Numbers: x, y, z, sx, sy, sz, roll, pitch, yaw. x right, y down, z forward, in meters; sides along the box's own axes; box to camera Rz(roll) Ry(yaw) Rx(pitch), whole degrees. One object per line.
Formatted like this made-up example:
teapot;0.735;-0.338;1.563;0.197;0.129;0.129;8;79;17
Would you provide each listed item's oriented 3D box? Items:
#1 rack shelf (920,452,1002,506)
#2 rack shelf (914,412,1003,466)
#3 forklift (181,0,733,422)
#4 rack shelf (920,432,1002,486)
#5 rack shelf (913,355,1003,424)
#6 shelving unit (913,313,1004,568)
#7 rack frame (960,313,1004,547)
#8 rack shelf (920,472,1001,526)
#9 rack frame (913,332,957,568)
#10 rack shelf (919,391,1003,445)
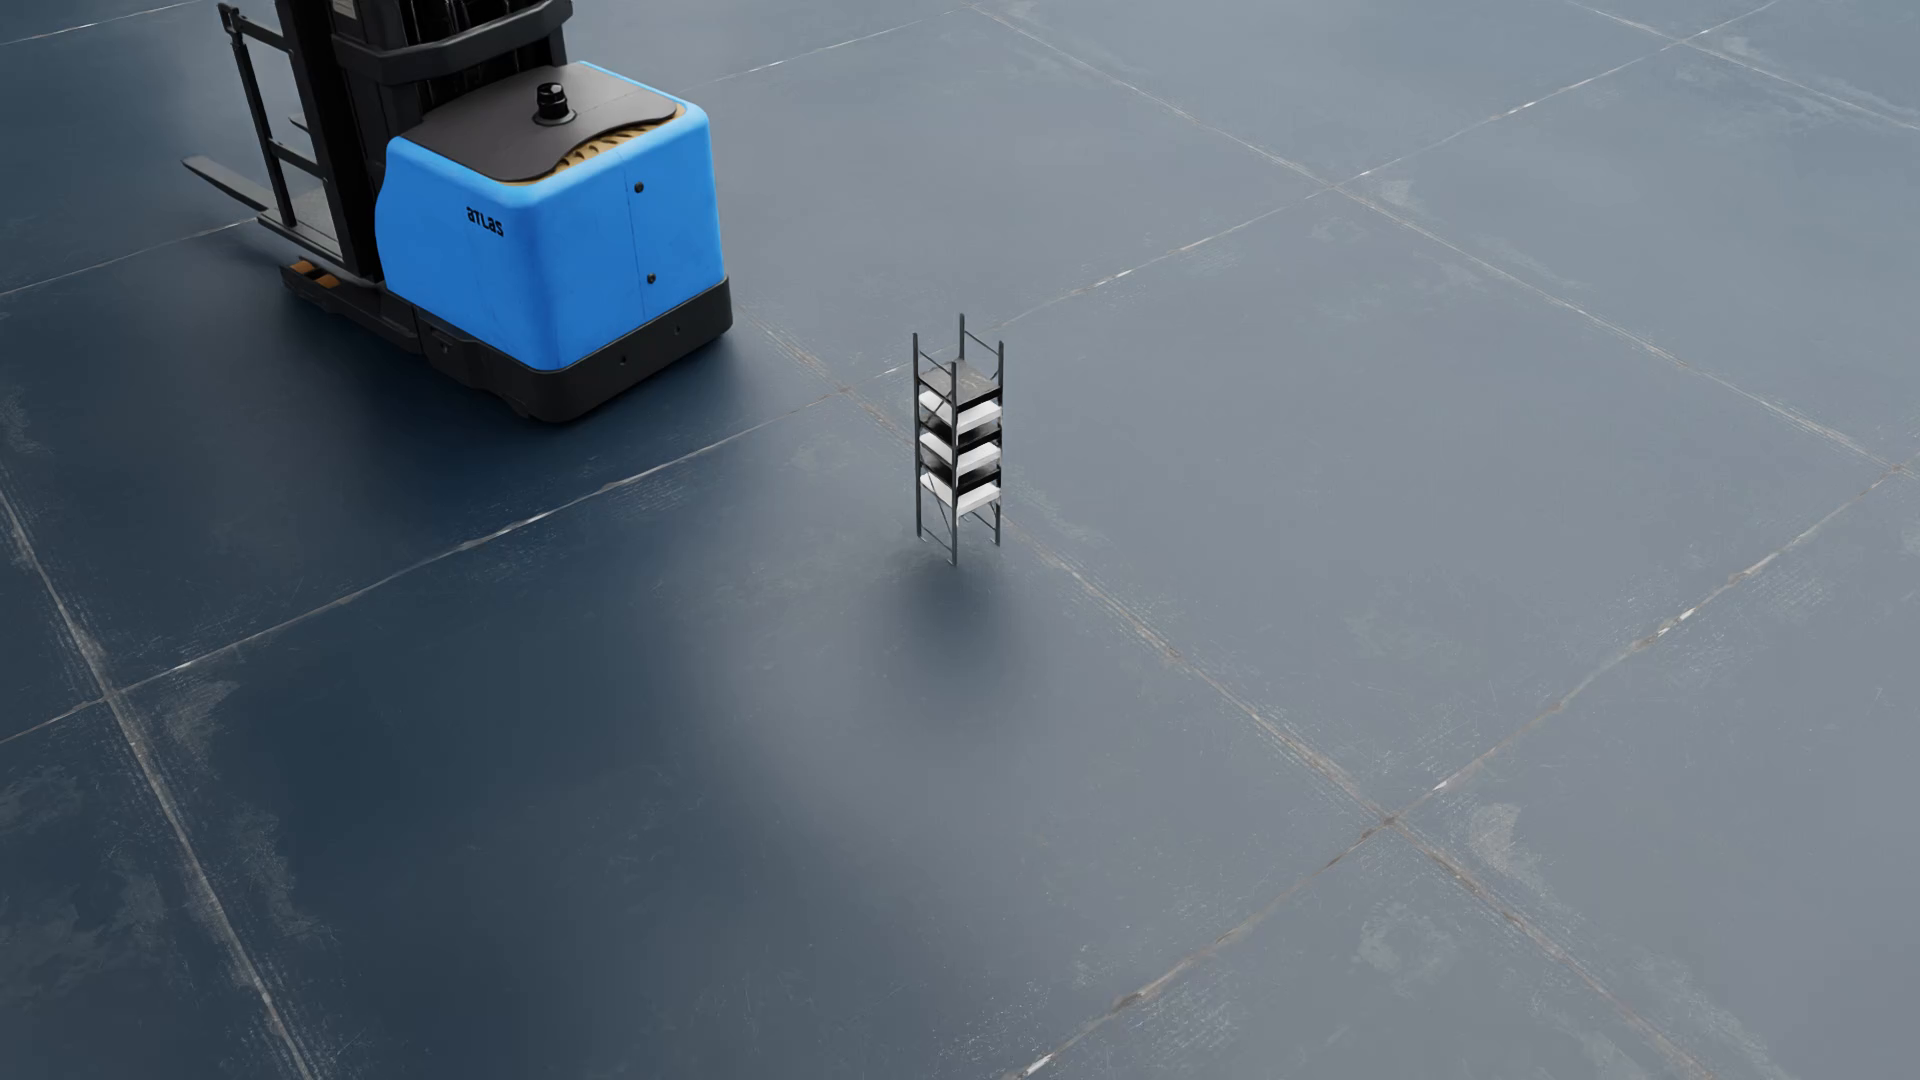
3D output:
rack shelf;-0.006;-0.249;6.039;0.200;0.077;0.258;-26;46;-28
rack shelf;-0.006;-0.389;5.925;0.200;0.077;0.258;-26;46;-28
forklift;-2.456;-2.390;6.853;3.031;2.935;1.130;28;47;29
rack shelf;-0.006;-0.319;5.982;0.200;0.077;0.258;-26;46;-28
rack shelf;-0.006;-0.528;5.811;0.200;0.077;0.258;-26;46;-28
shelving unit;-0.006;-0.345;5.961;0.210;0.900;0.258;-26;46;-28
rack frame;0.074;-0.384;6.009;0.006;0.900;0.240;-26;46;-28
rack shelf;-0.006;-0.180;6.096;0.200;0.077;0.258;-26;46;-28
rack frame;-0.087;-0.305;5.913;0.006;0.900;0.240;-26;46;-28
rack shelf;-0.006;-0.458;5.868;0.200;0.077;0.258;-26;46;-28
